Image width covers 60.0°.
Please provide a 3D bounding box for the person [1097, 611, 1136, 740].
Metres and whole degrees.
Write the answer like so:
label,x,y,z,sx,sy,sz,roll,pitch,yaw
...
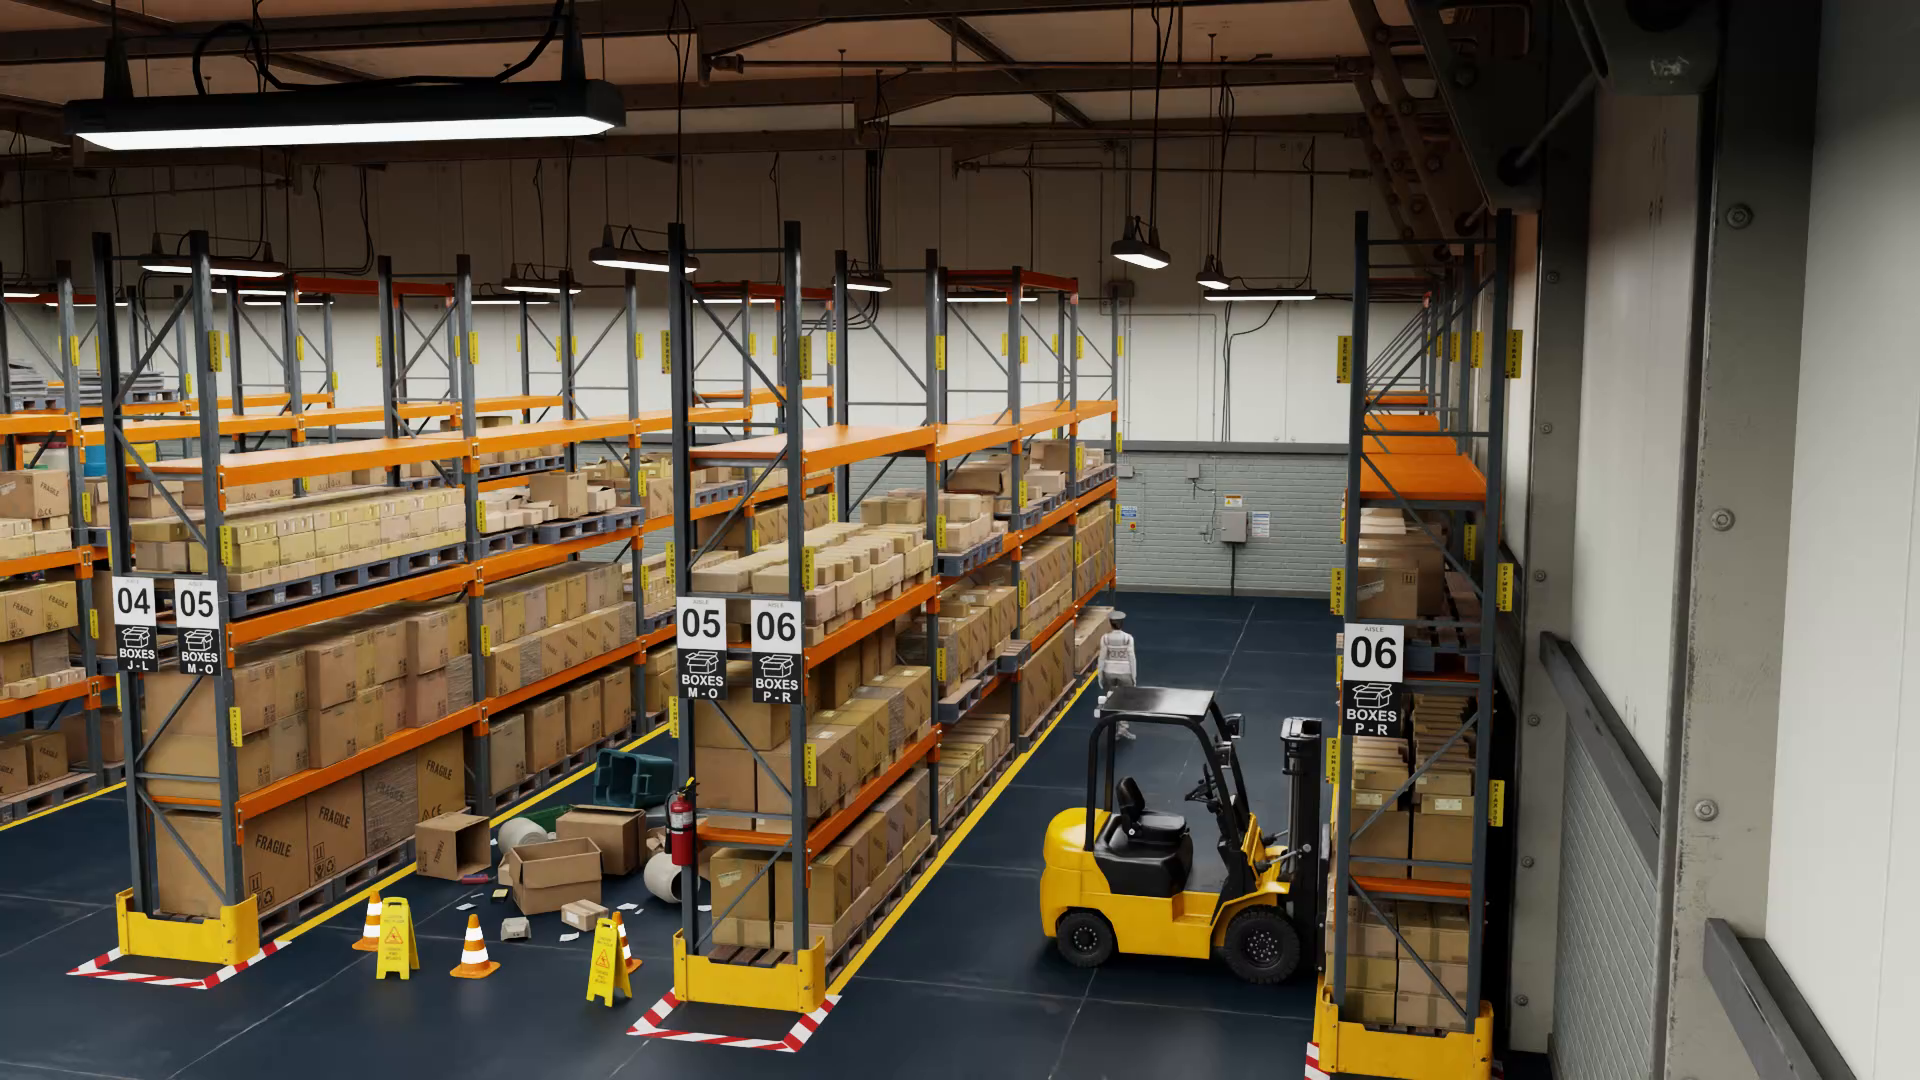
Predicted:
label,x,y,z,sx,sy,sz,roll,pitch,yaw
person,2.010,1.753,21.294,0.513,1.673,0.499,1,7,9
